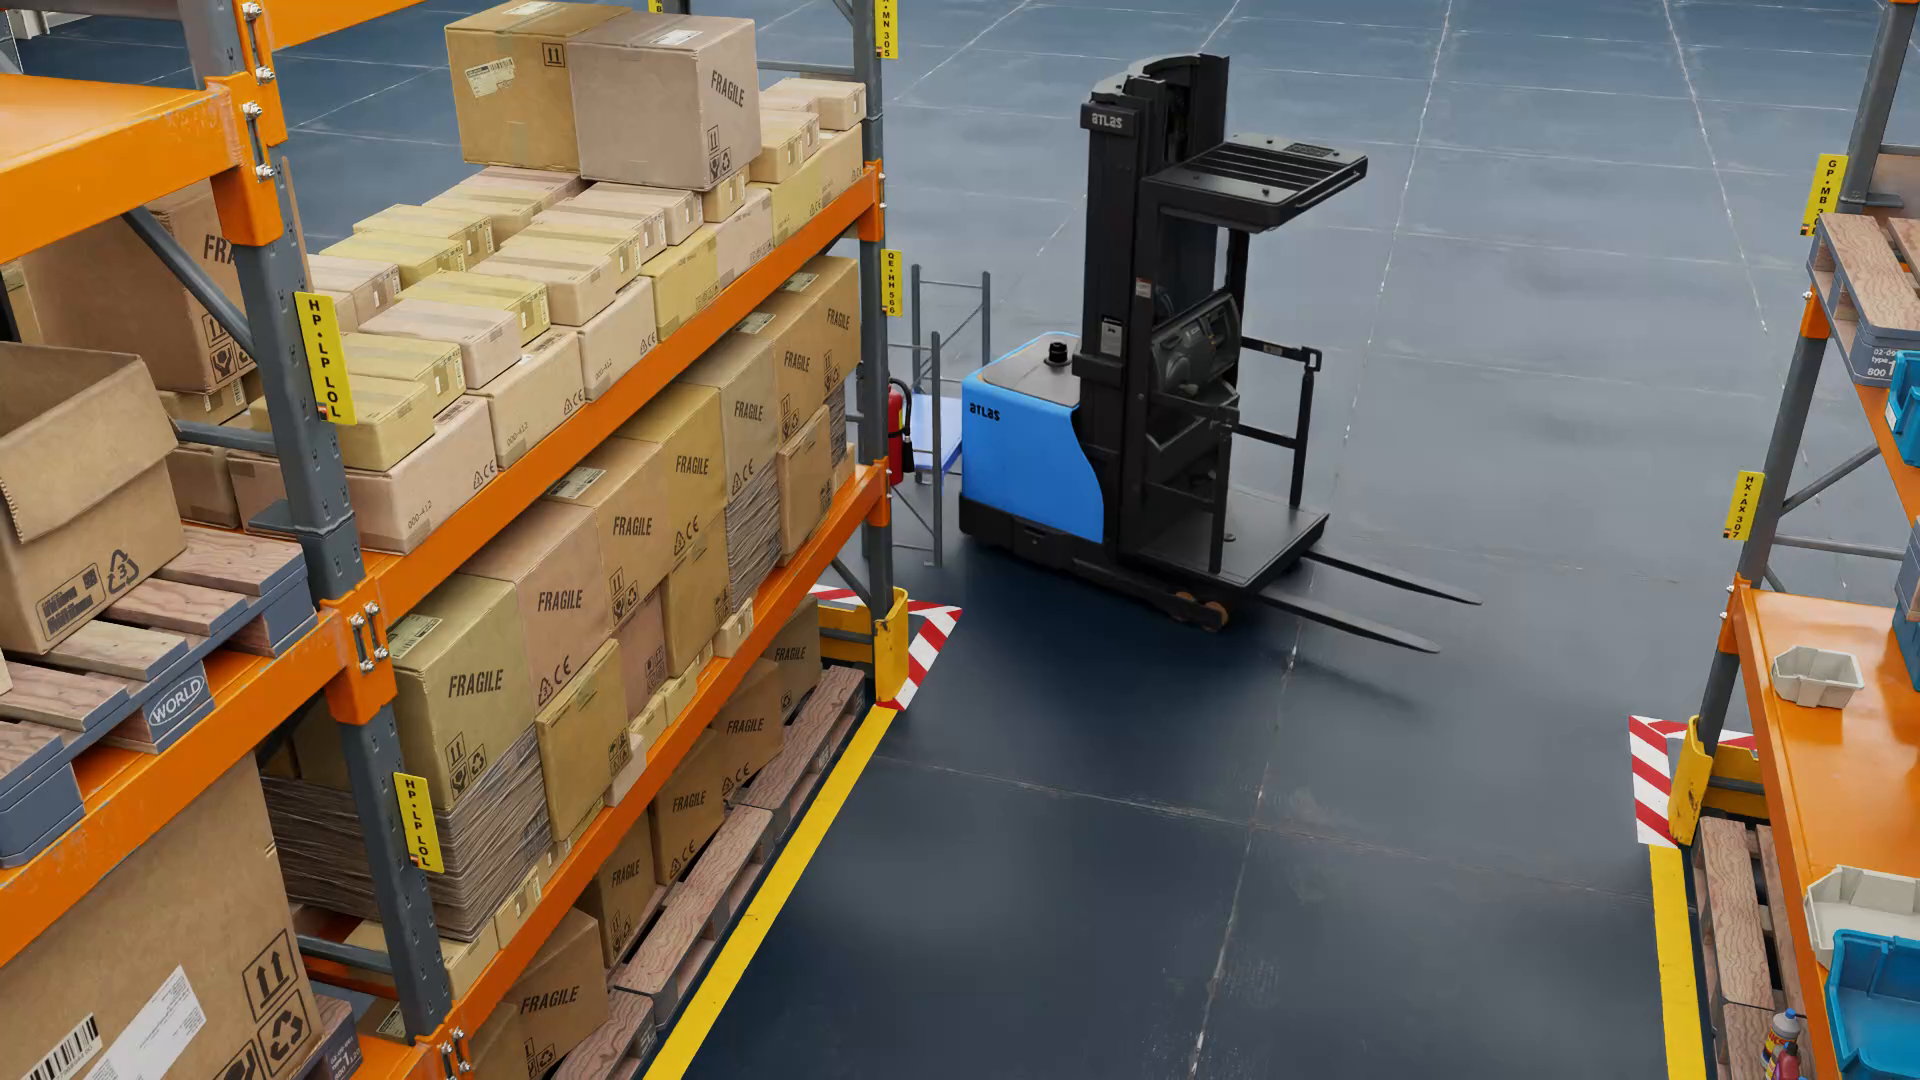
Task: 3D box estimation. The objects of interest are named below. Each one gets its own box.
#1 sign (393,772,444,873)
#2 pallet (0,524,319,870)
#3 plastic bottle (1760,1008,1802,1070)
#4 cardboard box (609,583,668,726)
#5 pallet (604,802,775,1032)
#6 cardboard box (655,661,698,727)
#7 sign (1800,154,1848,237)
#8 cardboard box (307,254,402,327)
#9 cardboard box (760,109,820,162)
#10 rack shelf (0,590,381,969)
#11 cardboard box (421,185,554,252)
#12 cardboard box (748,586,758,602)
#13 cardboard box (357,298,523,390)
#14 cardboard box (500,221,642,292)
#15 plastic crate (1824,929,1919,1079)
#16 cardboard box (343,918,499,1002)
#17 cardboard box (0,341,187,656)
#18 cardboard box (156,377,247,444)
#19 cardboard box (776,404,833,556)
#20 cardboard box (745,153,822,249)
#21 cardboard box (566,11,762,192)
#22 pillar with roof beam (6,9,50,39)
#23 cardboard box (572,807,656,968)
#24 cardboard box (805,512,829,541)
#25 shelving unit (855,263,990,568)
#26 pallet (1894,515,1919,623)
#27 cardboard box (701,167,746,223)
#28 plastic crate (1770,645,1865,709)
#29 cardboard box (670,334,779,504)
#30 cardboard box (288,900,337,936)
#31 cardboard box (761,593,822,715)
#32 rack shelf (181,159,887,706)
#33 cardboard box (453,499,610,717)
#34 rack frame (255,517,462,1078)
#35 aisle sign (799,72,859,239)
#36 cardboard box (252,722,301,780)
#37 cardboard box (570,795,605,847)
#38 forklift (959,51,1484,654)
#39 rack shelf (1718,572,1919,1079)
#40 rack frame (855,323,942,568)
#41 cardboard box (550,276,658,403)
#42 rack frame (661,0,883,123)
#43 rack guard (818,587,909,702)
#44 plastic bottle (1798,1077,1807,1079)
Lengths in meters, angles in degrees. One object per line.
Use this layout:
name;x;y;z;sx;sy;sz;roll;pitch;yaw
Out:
sign;-1.487;0.779;4.572;0.100;0.325;0.005;8;30;15
pallet;-2.302;0.251;3.821;1.213;0.211;1.003;8;30;15
plastic bottle;3.060;1.854;6.186;0.097;0.271;0.097;0;29;0
cardboard box;-1.597;0.360;6.109;0.875;0.500;0.500;8;30;15
pallet;-1.499;1.540;7.264;1.003;0.211;1.213;8;30;15
cardboard box;-1.241;0.562;6.413;0.380;0.149;0.250;8;30;15
sign;3.365;-1.340;6.478;0.100;0.325;0.005;8;30;15
cardboard box;-1.987;-0.776;5.218;0.380;0.149;0.250;8;30;13
cardboard box;-0.792;-1.650;6.789;0.380;0.149;0.250;7;30;13
rack shelf;-2.606;1.141;2.768;1.077;0.370;4.000;8;30;15
cardboard box;-1.655;-1.130;5.854;0.380;0.149;0.250;7;30;13
cardboard box;-1.083;0.204;7.056;0.380;0.149;0.250;8;30;15
cardboard box;-1.516;-0.576;4.858;0.380;0.149;0.250;9;30;15
cardboard box;-1.282;-0.930;5.495;0.380;0.149;0.250;8;30;14
plastic crate;2.781;1.427;4.753;0.499;0.251;0.616;8;30;15
cardboard box;-1.668;1.261;5.157;0.380;0.149;0.250;8;30;15
cardboard box;-2.252;-0.127;3.770;0.797;0.503;0.637;7;30;12
cardboard box;-2.200;-0.404;4.549;0.380;0.149;0.250;9;30;16
cardboard box;-1.065;-0.324;7.337;0.875;0.500;0.500;8;30;15
cardboard box;-0.887;-1.404;6.756;0.500;0.250;0.500;9;30;15
cardboard box;-1.058;-1.598;6.028;0.500;0.500;0.500;8;30;15
pillar with roof beam;-8.493;-10.161;19.258;9.100;9.000;0.400;8;30;15
cardboard box;-1.595;1.370;6.842;0.500;0.500;0.500;6;30;10
cardboard box;-0.829;-0.140;7.674;0.380;0.149;0.250;8;30;15
shelving unit;-0.204;-0.766;10.083;0.538;1.500;1.048;8;30;15
pallet;2.834;0.337;3.667;1.213;0.211;1.003;8;30;15
cardboard box;-1.017;-1.293;6.148;0.380;0.149;0.250;7;30;12
plastic crate;3.320;0.541;6.463;0.298;0.136;0.250;8;30;15
cardboard box;-1.061;-0.506;6.636;0.500;0.500;0.500;8;30;15
cardboard box;-2.237;1.176;5.309;0.380;0.149;0.250;8;30;15
cardboard box;-1.044;0.546;8.323;0.500;0.500;0.500;14;32;24
rack shelf;-1.432;-0.718;6.110;1.077;0.370;4.000;8;30;15
cardboard box;-1.499;0.192;5.382;0.500;0.500;0.500;8;30;15
rack frame;-2.019;1.208;4.993;1.000;3.000;0.127;8;30;15
aisle sign;-0.540;-1.773;7.678;0.394;0.787;0.004;8;30;15
cardboard box;-2.150;0.349;5.100;0.500;0.500;0.500;8;30;15
cardboard box;-1.471;0.909;5.790;0.380;0.149;0.250;8;30;15
forklift;1.483;-1.058;9.136;3.031;2.935;1.130;20;35;31
rack shelf;3.303;1.300;5.568;1.077;0.370;4.000;8;30;15
rack frame;-0.352;-0.530;9.658;0.500;1.500;0.032;8;30;15
cardboard box;-1.336;-0.686;5.466;0.500;0.250;0.500;7;30;13
rack frame;-0.845;-3.273;6.876;1.000;3.000;0.127;8;30;15
rack guard;-0.867;0.477;8.879;1.175;0.500;0.348;8;30;15
plastic bottle;2.959;2.013;5.900;0.097;0.271;0.097;0;29;0
